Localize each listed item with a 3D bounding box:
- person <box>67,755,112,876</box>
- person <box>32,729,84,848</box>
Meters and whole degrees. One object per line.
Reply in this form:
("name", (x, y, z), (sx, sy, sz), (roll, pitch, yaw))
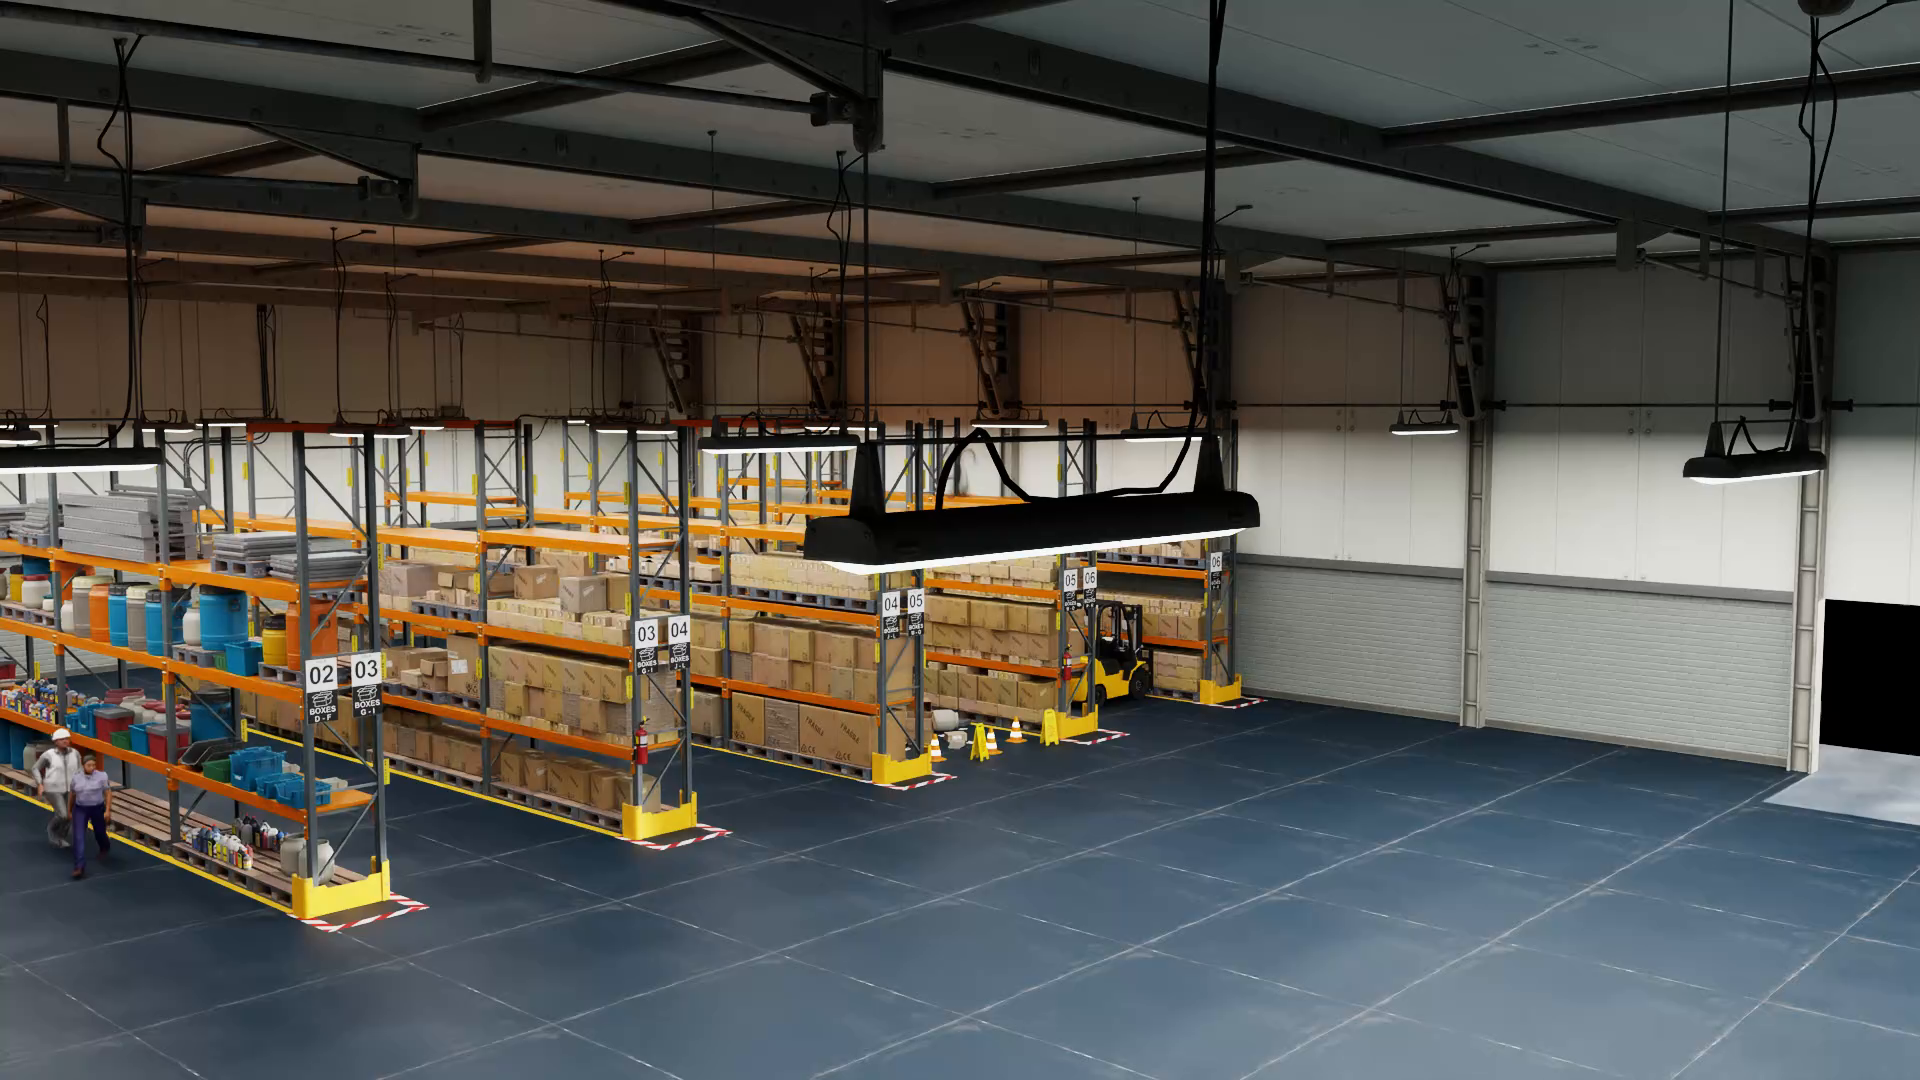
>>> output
("person", (-11.826, 3.686, 22.582), (0.570, 1.568, 1.016), (-2, 5, -21))
("person", (-12.718, 3.536, 23.575), (0.668, 1.727, 0.641), (4, 6, 38))
